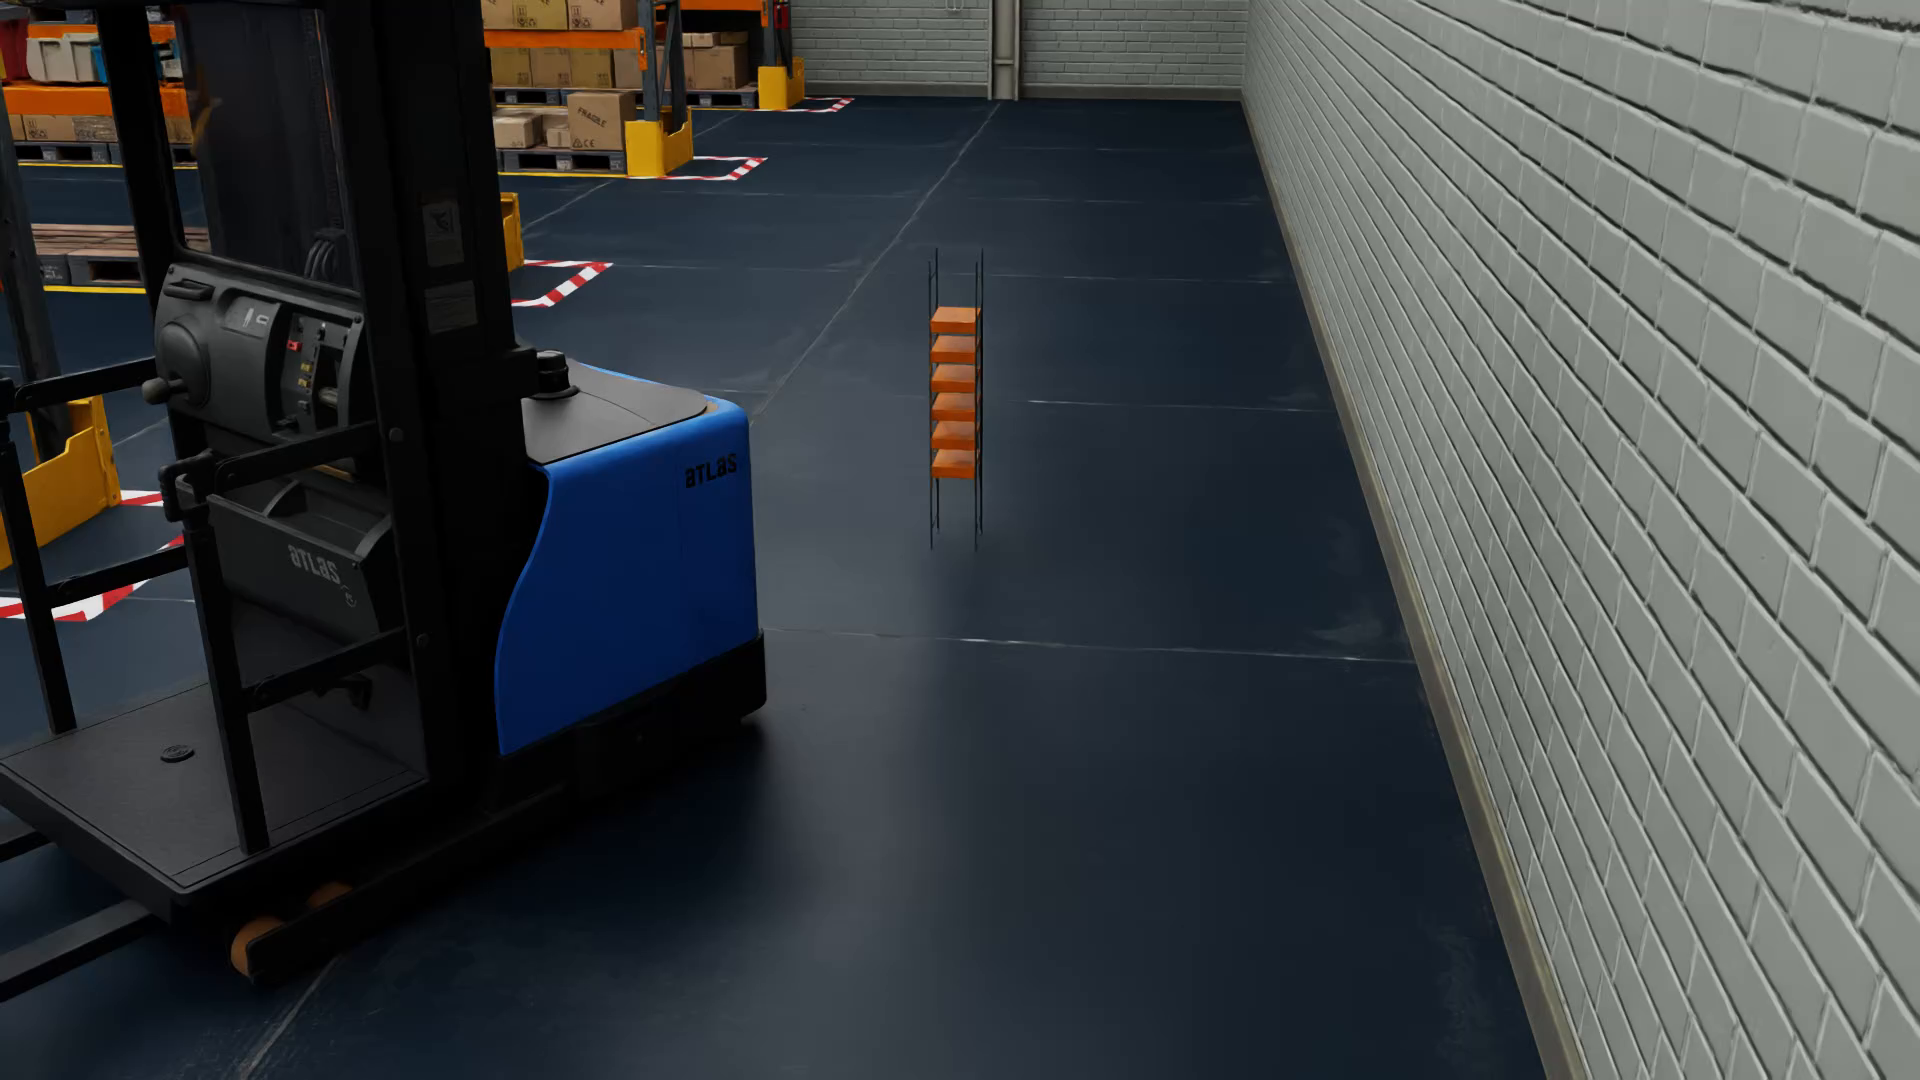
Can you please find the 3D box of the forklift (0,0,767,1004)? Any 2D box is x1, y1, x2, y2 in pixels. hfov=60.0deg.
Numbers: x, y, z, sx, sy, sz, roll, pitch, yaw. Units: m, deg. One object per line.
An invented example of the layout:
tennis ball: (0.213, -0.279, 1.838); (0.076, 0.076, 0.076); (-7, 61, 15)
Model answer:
forklift: (-1.940, -0.463, 4.125); (1.130, 2.935, 3.031); (16, 27, 35)

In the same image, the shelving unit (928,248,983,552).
shelving unit: (-0.014, -0.559, 6.721); (0.189, 1.200, 0.258); (2, 22, 6)

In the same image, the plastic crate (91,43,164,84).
plastic crate: (-5.458, -3.132, 10.929); (0.300, 0.233, 0.416); (2, 22, 6)

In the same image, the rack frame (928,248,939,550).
rack frame: (-0.105, -0.563, 6.731); (0.006, 1.200, 0.240); (2, 22, 6)

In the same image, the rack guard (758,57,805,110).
rack guard: (-2.199, -5.641, 20.527); (0.348, 0.500, 1.175); (2, 22, 6)

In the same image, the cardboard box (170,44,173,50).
cardboard box: (-9.452, -6.266, 21.062); (0.750, 0.750, 0.750); (2, 22, 6)

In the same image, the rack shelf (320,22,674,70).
rack shelf: (-4.788, -4.747, 15.846); (4.000, 0.370, 1.077); (2, 22, 6)

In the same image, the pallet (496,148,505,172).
pallet: (-4.878, -3.790, 16.238); (1.213, 0.211, 1.003); (2, 22, 6)

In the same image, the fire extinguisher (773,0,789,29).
fire extinguisher: (-2.127, -6.420, 19.710); (0.183, 0.674, 0.296); (2, 22, 6)

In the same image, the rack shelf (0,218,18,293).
rack shelf: (-5.958, -1.131, 6.698); (4.000, 0.370, 1.077); (2, 22, 6)

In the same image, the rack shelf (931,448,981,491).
rack shelf: (-0.014, -0.294, 6.825); (0.180, 0.103, 0.258); (2, 22, 6)

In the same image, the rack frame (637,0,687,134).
rack frame: (-2.802, -4.995, 15.495); (0.127, 3.000, 1.000); (2, 22, 6)

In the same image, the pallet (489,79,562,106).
pallet: (-5.449, -5.619, 20.865); (1.213, 0.211, 1.003); (2, 22, 6)

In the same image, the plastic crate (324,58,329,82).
plastic crate: (-4.220, -3.061, 10.881); (0.243, 0.136, 0.396); (2, 22, 6)

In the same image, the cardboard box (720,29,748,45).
cardboard box: (-2.782, -6.200, 20.489); (0.250, 0.149, 0.380); (3, 22, 7)

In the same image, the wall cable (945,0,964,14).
wall cable: (-0.840, -7.566, 20.617); (1.851, 1.984, 0.084); (2, 22, 6)

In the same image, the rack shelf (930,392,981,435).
rack shelf: (-0.014, -0.517, 6.737); (0.180, 0.103, 0.258); (2, 22, 6)

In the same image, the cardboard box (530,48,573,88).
cardboard box: (-4.966, -5.917, 20.656); (0.500, 0.500, 0.700); (2, 22, 6)

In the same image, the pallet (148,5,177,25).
pallet: (-7.555, -5.154, 16.156); (1.213, 0.211, 1.003); (2, 22, 6)

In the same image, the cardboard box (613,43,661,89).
cardboard box: (-3.926, -5.874, 20.546); (0.500, 0.500, 0.700); (2, 22, 5)

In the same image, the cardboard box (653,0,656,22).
cardboard box: (-3.212, -5.157, 15.769); (0.500, 0.500, 0.500); (3, 22, 7)

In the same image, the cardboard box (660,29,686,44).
cardboard box: (-3.534, -6.233, 20.571); (0.250, 0.149, 0.380); (3, 22, 7)

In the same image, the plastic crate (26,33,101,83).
plastic crate: (-5.866, -3.200, 11.032); (0.530, 0.282, 0.437); (2, 22, 6)

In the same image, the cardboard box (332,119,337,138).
cardboard box: (-6.383, -4.025, 16.101); (0.500, 0.311, 0.500); (2, 22, 6)

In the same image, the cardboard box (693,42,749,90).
cardboard box: (-2.930, -5.831, 20.437); (0.500, 0.500, 0.700); (2, 22, 6)

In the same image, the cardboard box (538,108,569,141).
cardboard box: (-3.805, -4.070, 16.296); (0.500, 0.250, 0.500); (2, 22, 6)

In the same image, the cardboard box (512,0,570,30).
cardboard box: (-3.794, -4.983, 15.328); (0.500, 0.500, 0.500); (3, 22, 7)

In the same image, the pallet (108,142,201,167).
pallet: (-7.587, -3.893, 16.500); (1.213, 0.211, 1.003); (2, 22, 6)

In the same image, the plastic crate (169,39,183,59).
plastic crate: (-5.201, -3.338, 11.449); (0.300, 0.233, 0.416); (2, 22, 6)

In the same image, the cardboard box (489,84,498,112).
cardboard box: (-4.908, -4.133, 16.110); (0.637, 0.503, 0.797); (2, 22, 6)

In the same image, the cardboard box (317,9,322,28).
cardboard box: (-5.791, -5.072, 15.554); (0.500, 0.500, 0.500); (3, 22, 7)

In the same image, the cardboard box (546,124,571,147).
cardboard box: (-3.763, -3.866, 15.895); (0.250, 0.166, 0.380); (2, 22, 6)

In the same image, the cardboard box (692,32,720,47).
cardboard box: (-3.079, -6.071, 20.163); (0.250, 0.149, 0.380); (2, 22, 6)

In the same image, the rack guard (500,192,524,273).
rack guard: (-3.363, -2.028, 11.390); (0.348, 0.500, 1.175); (2, 22, 6)

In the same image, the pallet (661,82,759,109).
pallet: (-3.026, -5.513, 20.598); (1.213, 0.211, 1.003); (2, 22, 6)

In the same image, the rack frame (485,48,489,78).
rack frame: (-6.195, -6.977, 20.508); (0.127, 3.000, 1.000); (2, 22, 6)

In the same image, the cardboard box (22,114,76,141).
cardboard box: (-8.791, -4.195, 16.272); (0.500, 0.500, 0.500); (2, 22, 4)

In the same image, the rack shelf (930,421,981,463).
rack shelf: (-0.014, -0.406, 6.781); (0.180, 0.103, 0.258); (2, 22, 6)

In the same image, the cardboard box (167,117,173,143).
cardboard box: (-7.788, -4.152, 16.163); (0.500, 0.500, 0.500); (3, 22, 6)

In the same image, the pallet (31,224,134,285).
pallet: (-6.626, -2.046, 11.827); (1.213, 0.211, 1.003); (2, 22, 6)

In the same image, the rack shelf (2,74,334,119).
rack shelf: (-5.375, -2.939, 11.272); (4.000, 0.370, 1.077); (2, 22, 6)
